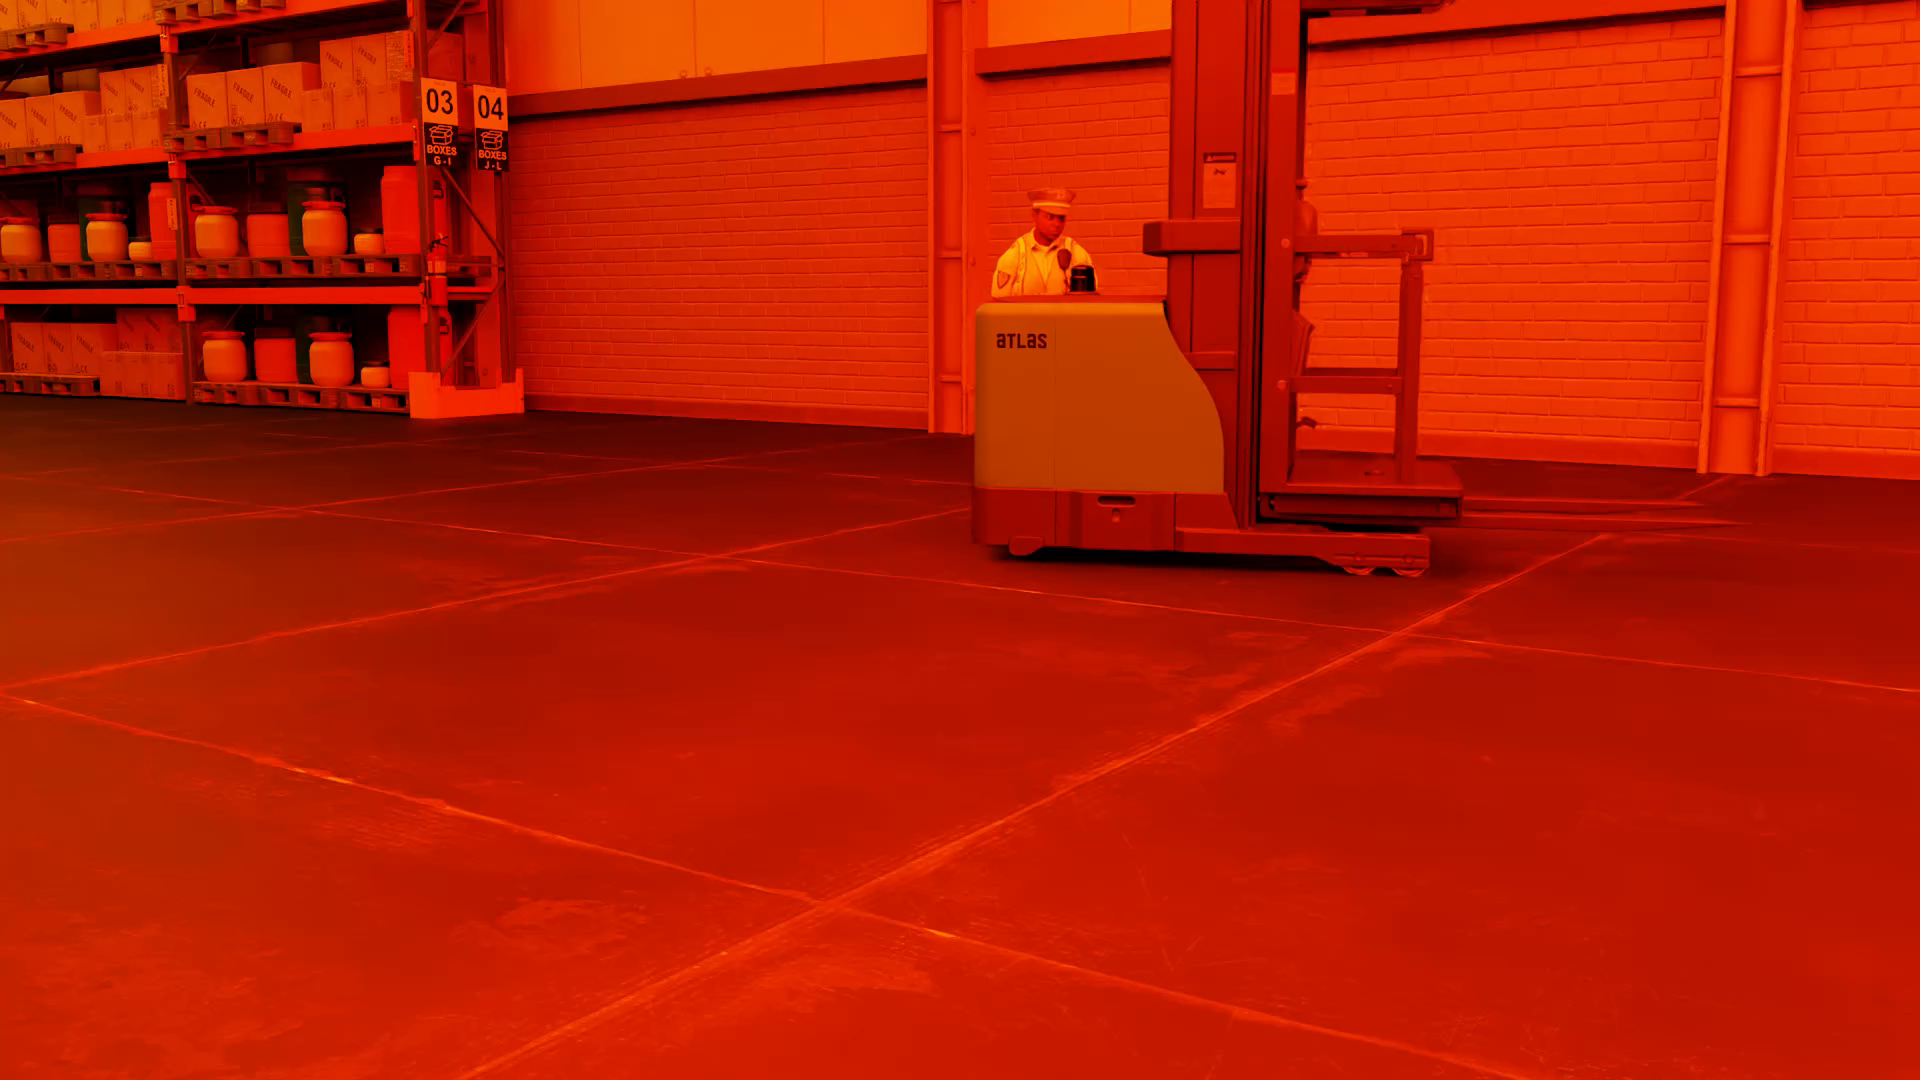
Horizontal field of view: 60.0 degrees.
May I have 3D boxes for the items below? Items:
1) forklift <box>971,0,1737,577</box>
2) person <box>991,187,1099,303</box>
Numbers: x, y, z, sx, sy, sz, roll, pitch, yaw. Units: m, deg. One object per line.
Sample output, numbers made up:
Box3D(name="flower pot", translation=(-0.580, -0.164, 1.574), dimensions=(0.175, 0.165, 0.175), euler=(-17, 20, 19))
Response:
Box3D(name="forklift", translation=(1.620, -1.386, 6.943), dimensions=(3.031, 2.935, 1.130), euler=(2, 8, 13))
Box3D(name="person", translation=(0.465, -0.920, 8.295), dimensions=(0.741, 1.635, 0.367), euler=(0, 8, -3))
